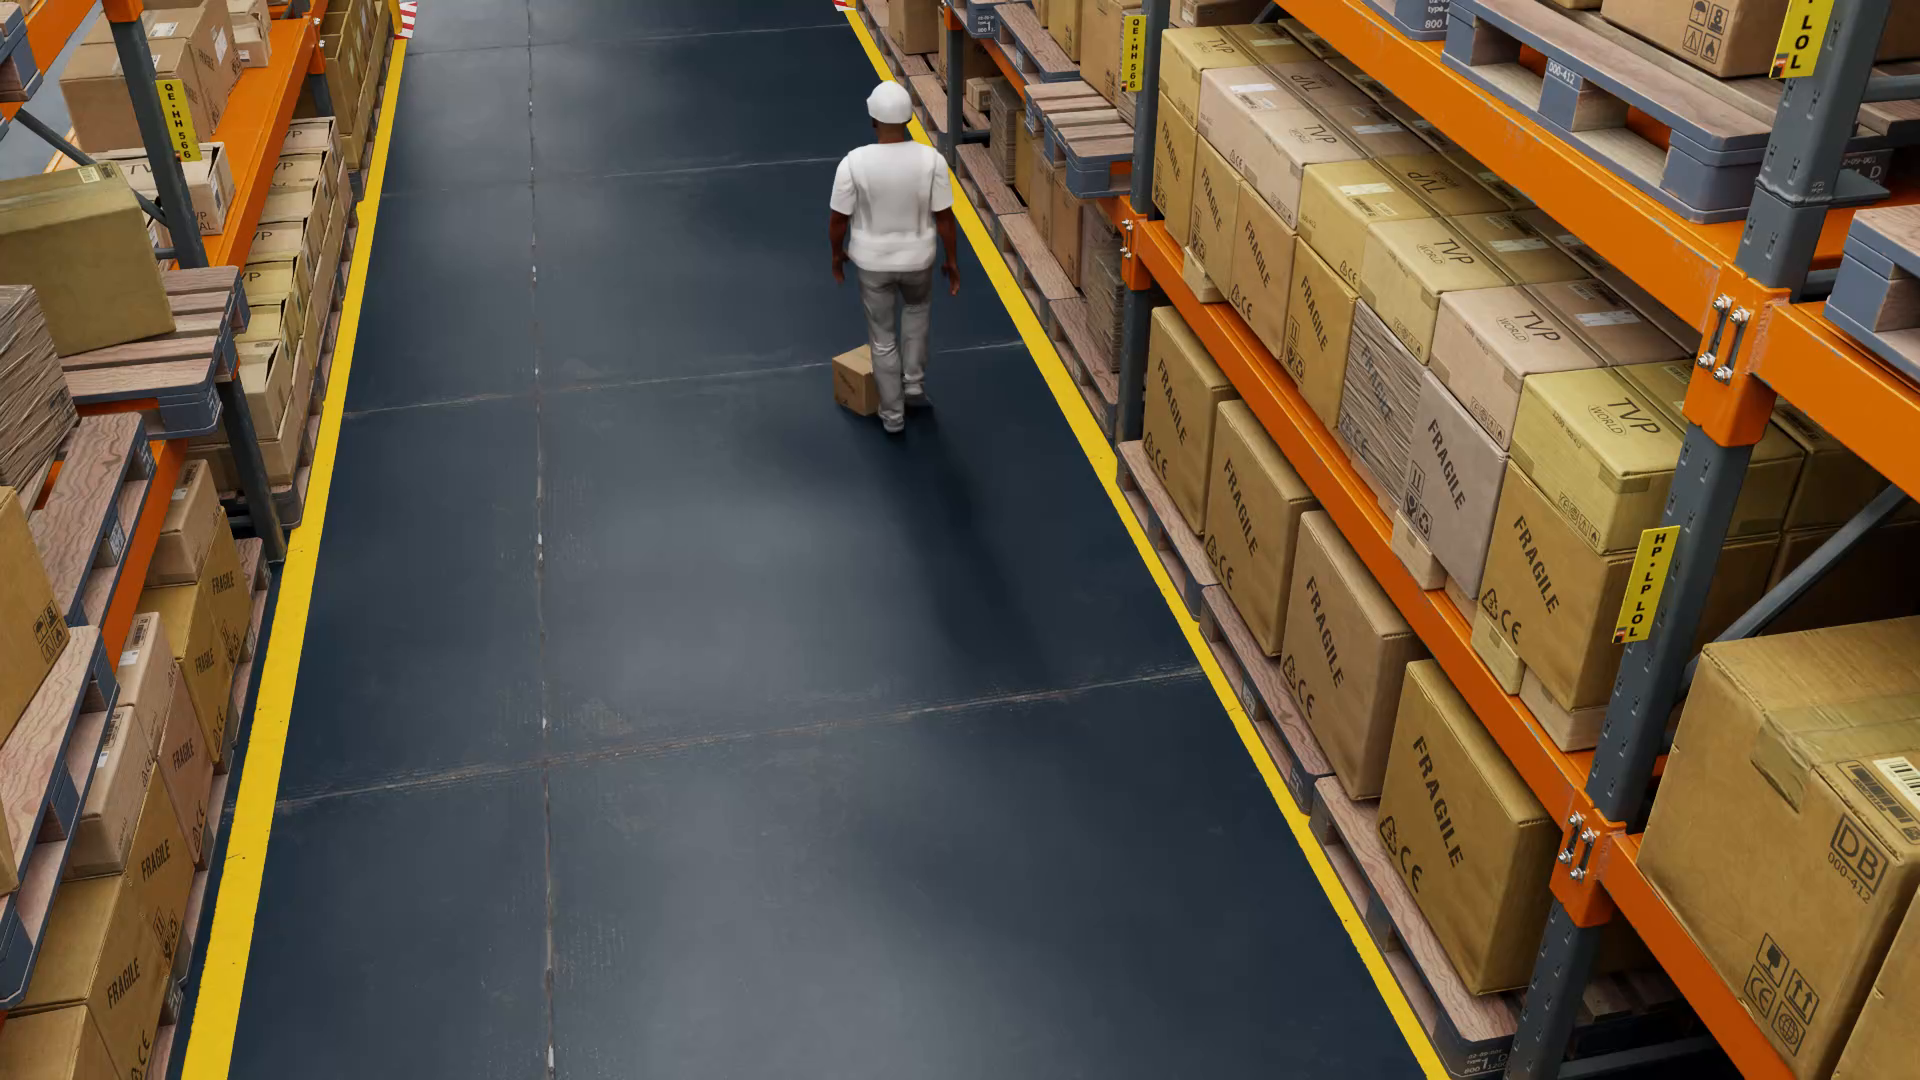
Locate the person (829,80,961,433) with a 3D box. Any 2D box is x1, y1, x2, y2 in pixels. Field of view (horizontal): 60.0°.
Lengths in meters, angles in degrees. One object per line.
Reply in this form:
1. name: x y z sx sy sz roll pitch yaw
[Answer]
1. person: -0.327 -1.376 8.141 0.621 1.808 0.509 -6 35 -9
